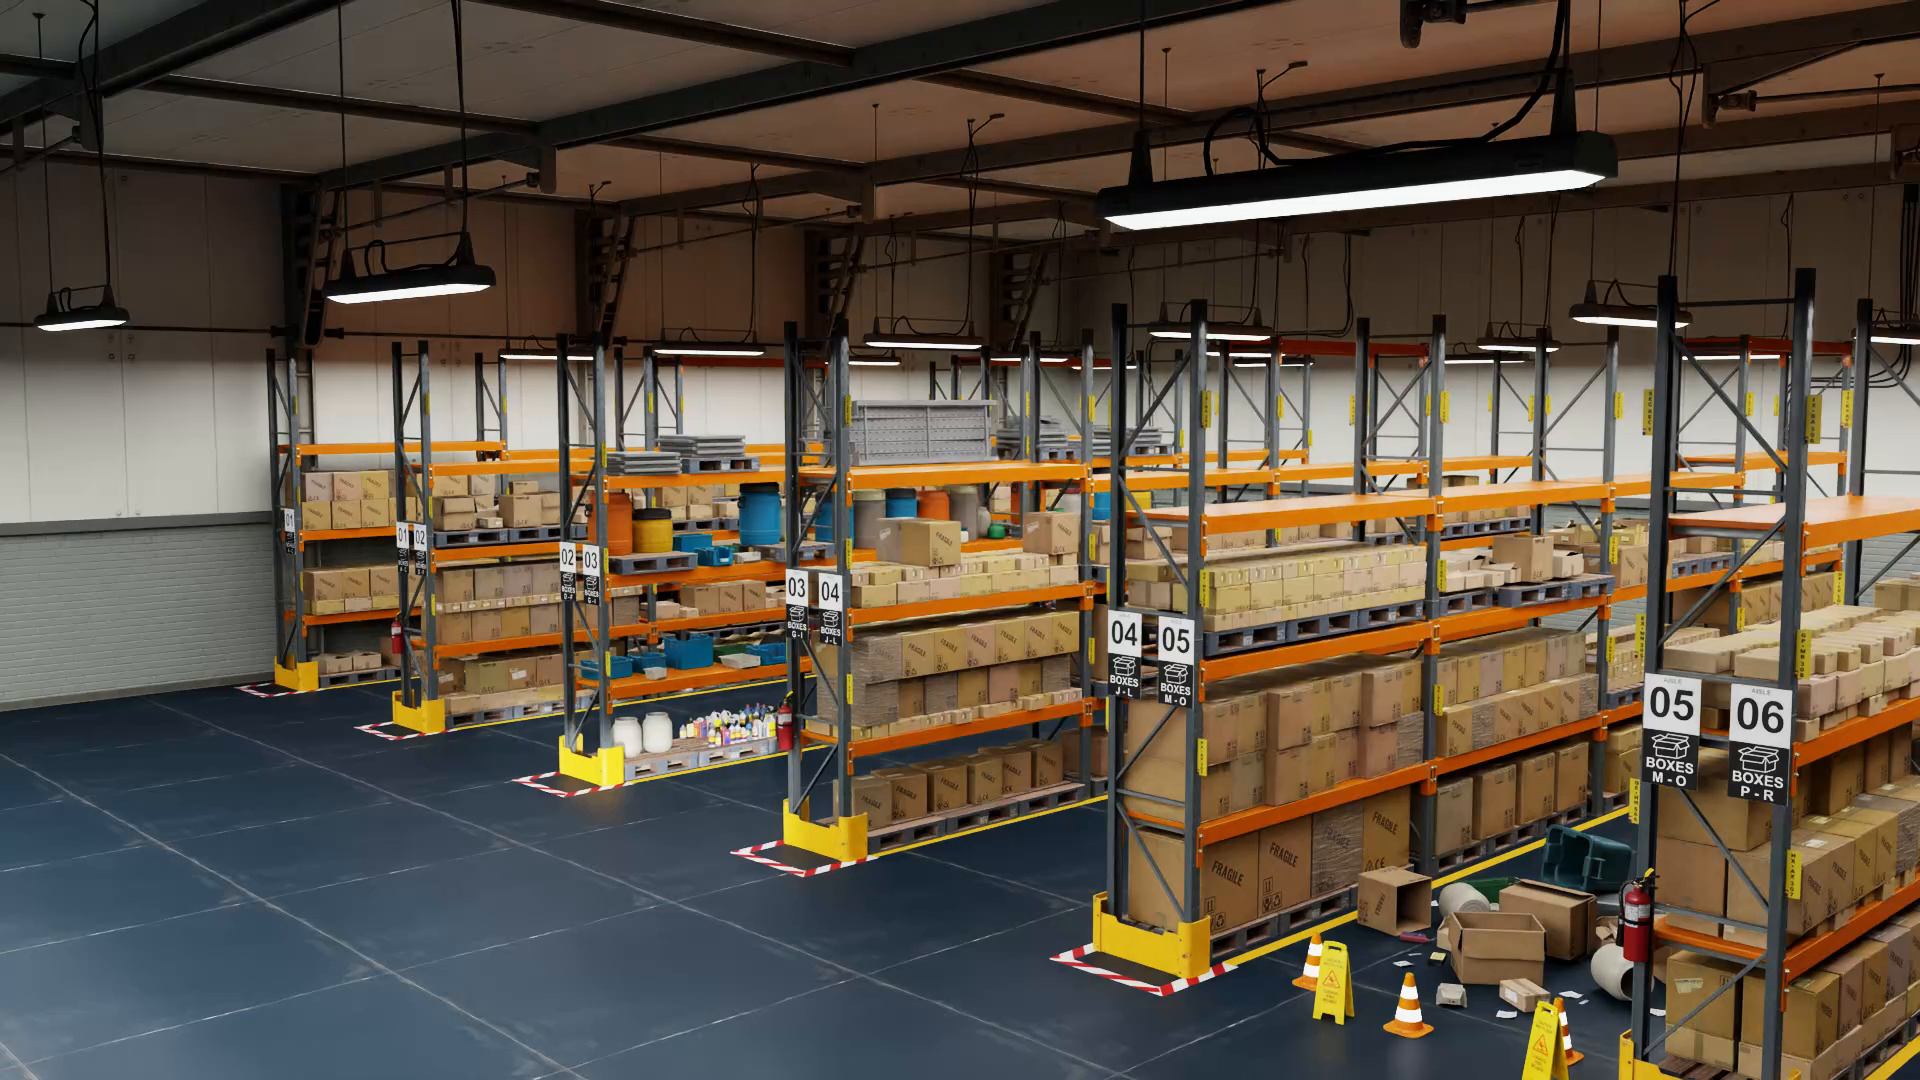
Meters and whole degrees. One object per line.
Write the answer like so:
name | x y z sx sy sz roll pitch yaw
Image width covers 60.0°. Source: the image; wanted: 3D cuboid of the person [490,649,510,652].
person | -8.076 1.811 28.921 0.665 1.765 0.773 4 7 41
